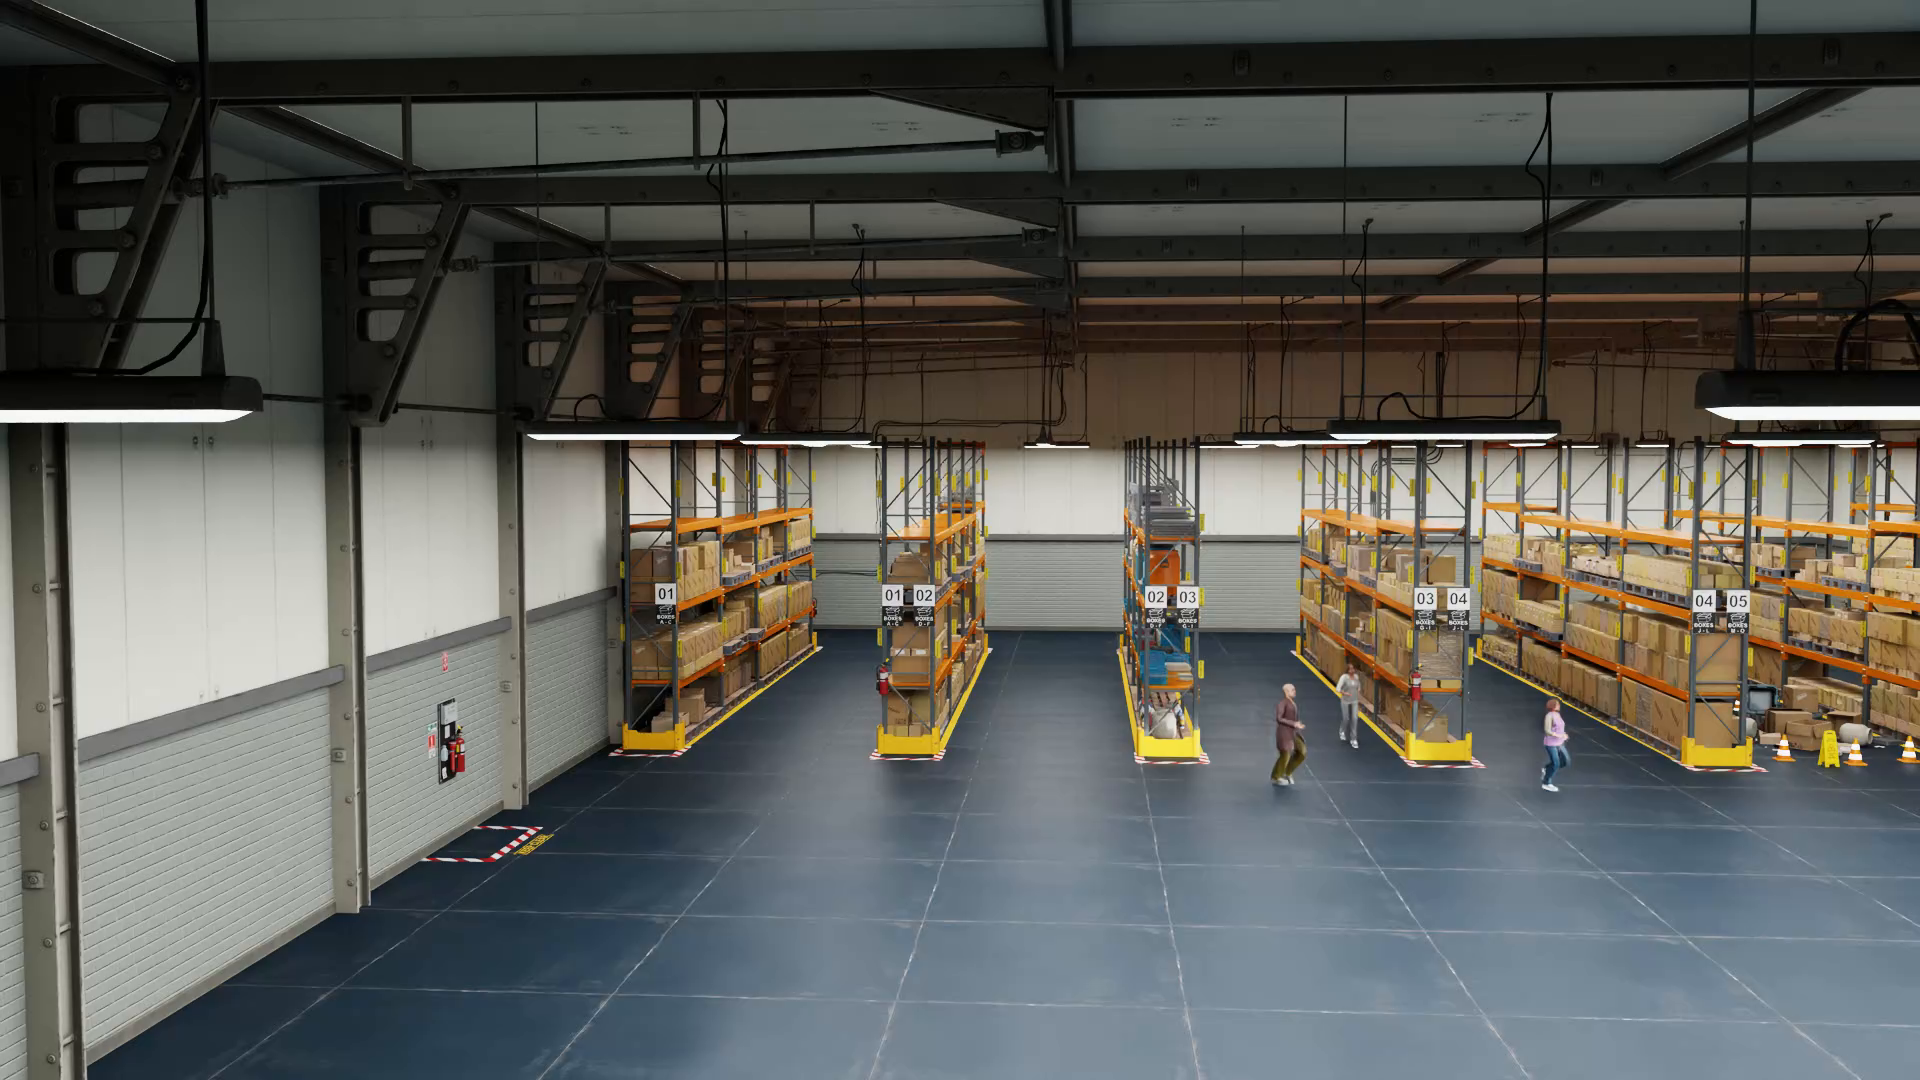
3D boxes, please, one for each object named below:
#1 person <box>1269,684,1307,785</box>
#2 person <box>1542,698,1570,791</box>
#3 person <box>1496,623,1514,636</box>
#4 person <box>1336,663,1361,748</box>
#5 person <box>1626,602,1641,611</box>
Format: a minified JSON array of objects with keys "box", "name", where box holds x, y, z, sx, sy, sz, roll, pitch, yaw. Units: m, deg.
[{"box":[5.617,3.370,28.378,0.720,1.677,0.690,3,4,40],"name":"person"},{"box":[10.034,3.459,28.002,0.533,1.536,0.531,3,4,45],"name":"person"},{"box":[15.554,2.318,47.534,0.708,1.699,0.945,-3,4,-42],"name":"person"},{"box":[7.577,3.188,32.403,0.537,1.607,0.820,0,3,-3],"name":"person"},{"box":[19.073,2.366,47.426,0.804,1.747,0.706,1,3,11],"name":"person"}]
